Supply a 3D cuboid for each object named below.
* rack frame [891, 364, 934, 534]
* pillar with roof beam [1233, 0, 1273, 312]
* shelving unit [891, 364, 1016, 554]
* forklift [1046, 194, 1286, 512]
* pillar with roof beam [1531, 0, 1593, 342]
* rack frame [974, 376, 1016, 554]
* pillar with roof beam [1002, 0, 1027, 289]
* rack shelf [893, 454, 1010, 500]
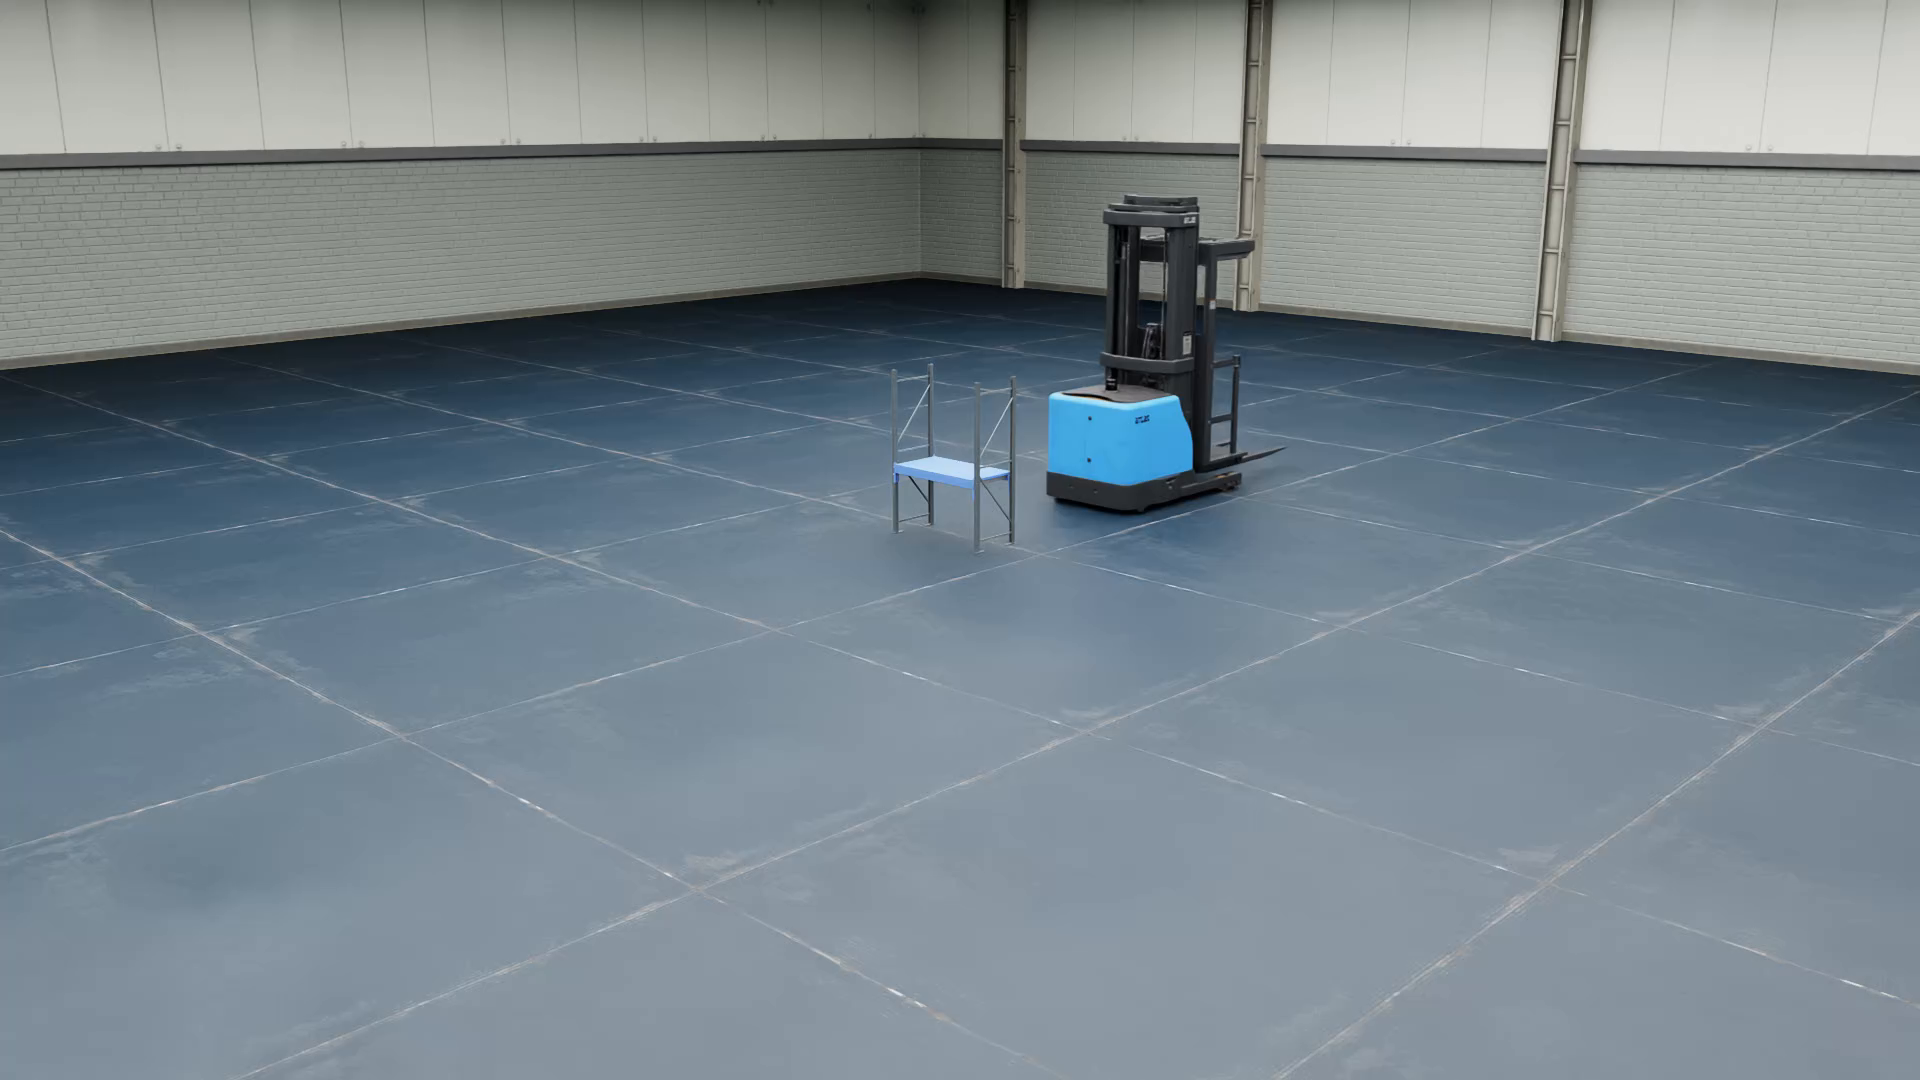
[{"bbox_3d":[-0.427,-0.830,15.142,0.032,1.500,0.500,14,20,42],"label":"rack frame"},{"bbox_3d":[2.476,-7.960,27.635,0.400,9.000,9.100,14,20,42],"label":"pillar with roof beam"},{"bbox_3d":[-0.061,-0.741,14.800,1.048,1.500,0.538,14,20,42],"label":"shelving unit"},{"bbox_3d":[2.228,-1.985,16.736,1.130,2.935,3.031,13,20,42],"label":"forklift"},{"bbox_3d":[6.795,-6.910,23.605,0.400,9.000,9.100,14,20,42],"label":"pillar with roof beam"},{"bbox_3d":[0.305,-0.652,14.459,0.032,1.500,0.500,14,20,42],"label":"rack frame"},{"bbox_3d":[-1.843,-9.010,31.665,0.400,9.000,9.100,14,20,42],"label":"pillar with roof beam"},{"bbox_3d":[-0.061,-0.567,14.846,1.000,0.185,0.538,14,20,42],"label":"rack shelf"}]
